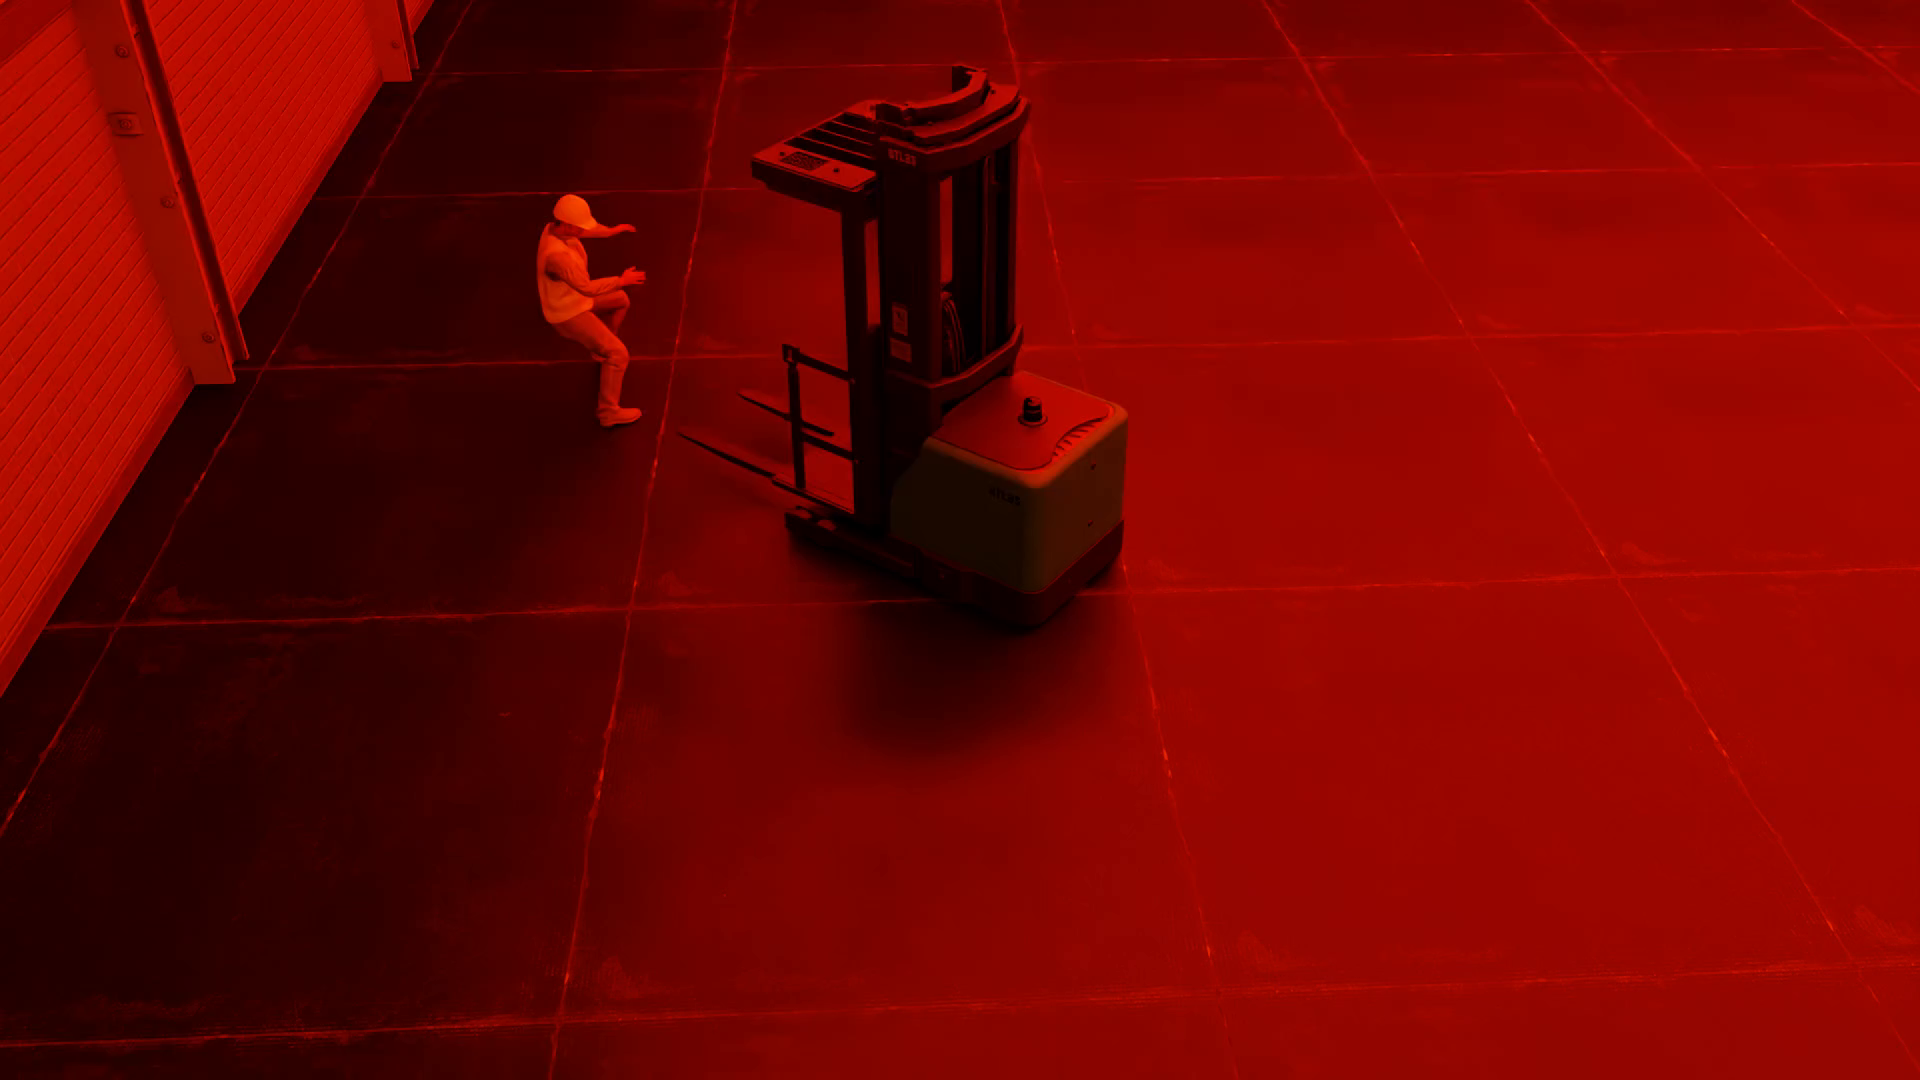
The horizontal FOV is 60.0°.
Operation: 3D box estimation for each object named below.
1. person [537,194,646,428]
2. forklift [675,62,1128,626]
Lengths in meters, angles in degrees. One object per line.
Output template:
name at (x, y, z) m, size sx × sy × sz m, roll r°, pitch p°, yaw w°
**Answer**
person at (-2.524, -1.696, 11.517) m, size 0.747 × 1.547 × 0.999 m, roll -3°, pitch 36°, yaw -4°
forklift at (-0.487, -1.375, 9.898) m, size 3.031 × 2.935 × 1.130 m, roll 23°, pitch 42°, yaw 28°
